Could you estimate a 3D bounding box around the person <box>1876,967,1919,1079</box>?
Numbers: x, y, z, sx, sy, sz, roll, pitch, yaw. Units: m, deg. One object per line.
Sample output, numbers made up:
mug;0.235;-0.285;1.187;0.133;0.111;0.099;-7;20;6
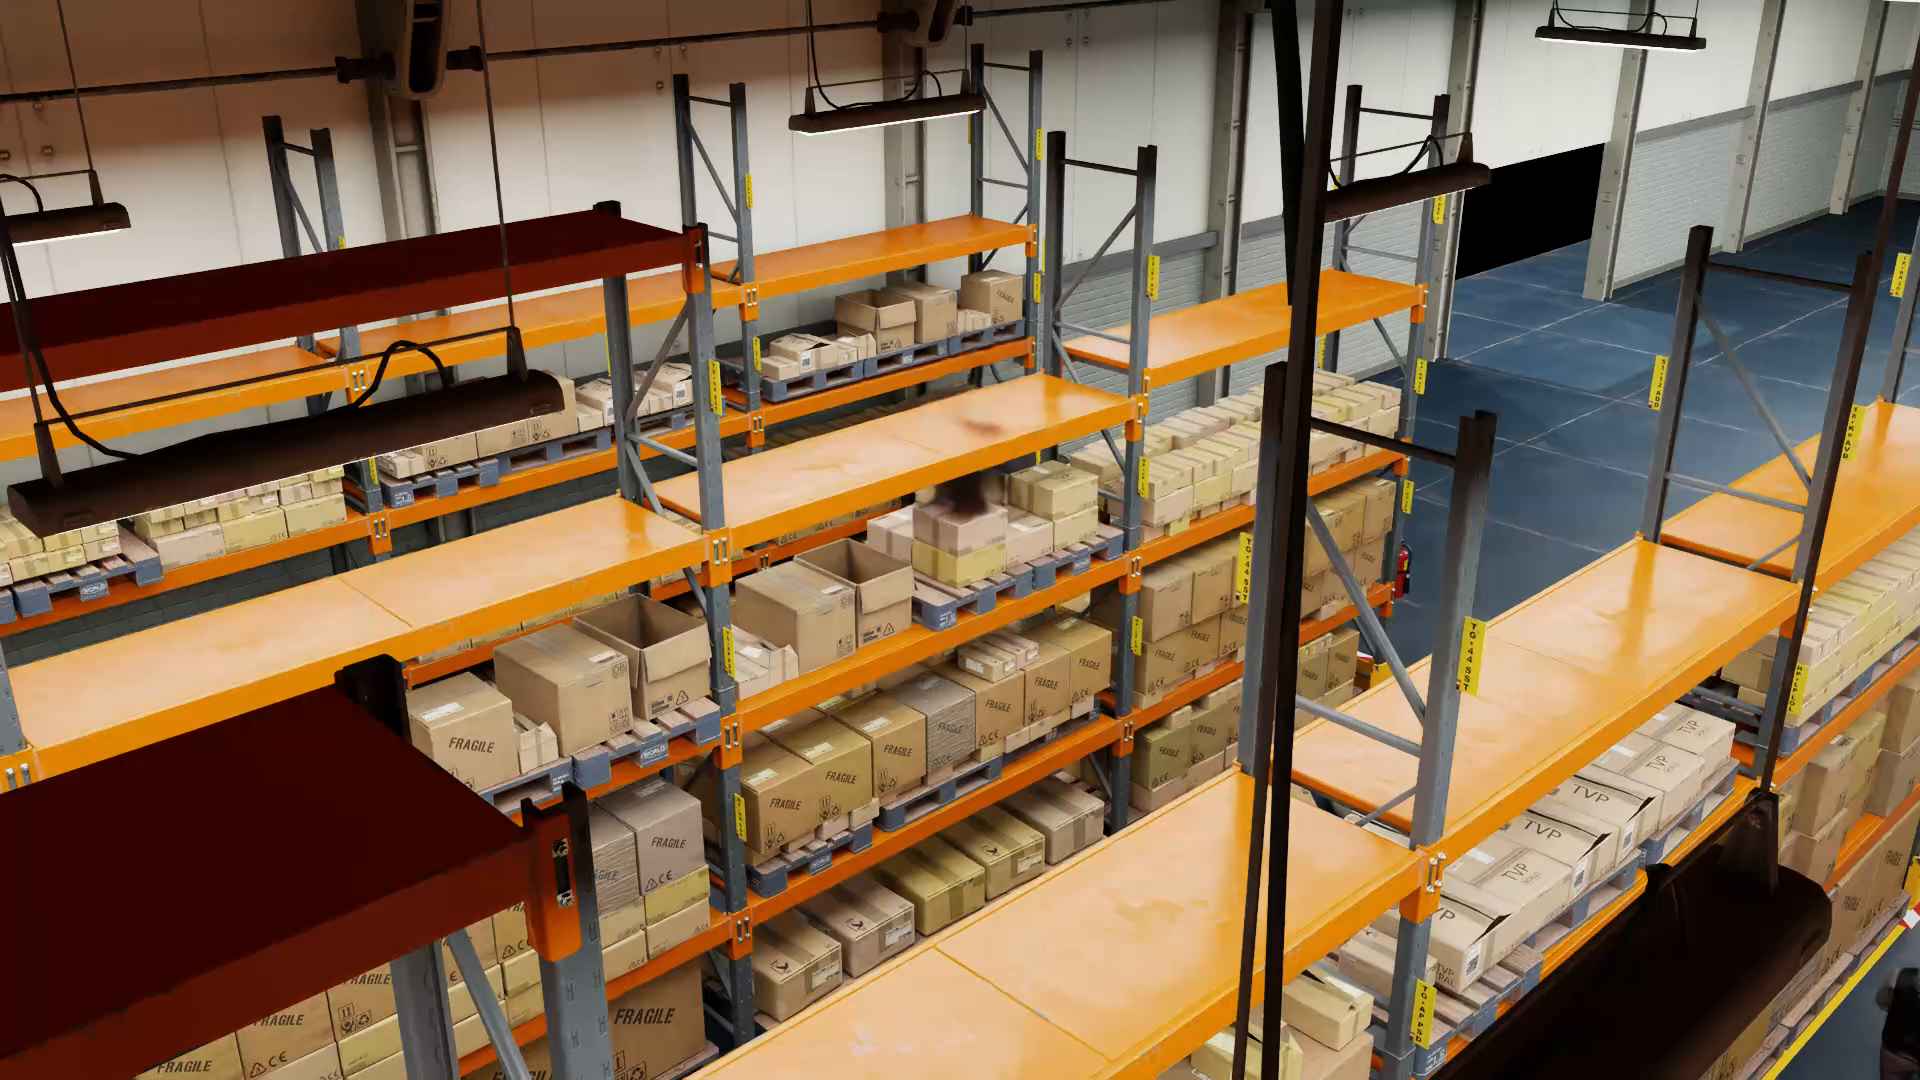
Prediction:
person;6.173;3.278;10.681;0.630;1.677;0.733;16;28;34
